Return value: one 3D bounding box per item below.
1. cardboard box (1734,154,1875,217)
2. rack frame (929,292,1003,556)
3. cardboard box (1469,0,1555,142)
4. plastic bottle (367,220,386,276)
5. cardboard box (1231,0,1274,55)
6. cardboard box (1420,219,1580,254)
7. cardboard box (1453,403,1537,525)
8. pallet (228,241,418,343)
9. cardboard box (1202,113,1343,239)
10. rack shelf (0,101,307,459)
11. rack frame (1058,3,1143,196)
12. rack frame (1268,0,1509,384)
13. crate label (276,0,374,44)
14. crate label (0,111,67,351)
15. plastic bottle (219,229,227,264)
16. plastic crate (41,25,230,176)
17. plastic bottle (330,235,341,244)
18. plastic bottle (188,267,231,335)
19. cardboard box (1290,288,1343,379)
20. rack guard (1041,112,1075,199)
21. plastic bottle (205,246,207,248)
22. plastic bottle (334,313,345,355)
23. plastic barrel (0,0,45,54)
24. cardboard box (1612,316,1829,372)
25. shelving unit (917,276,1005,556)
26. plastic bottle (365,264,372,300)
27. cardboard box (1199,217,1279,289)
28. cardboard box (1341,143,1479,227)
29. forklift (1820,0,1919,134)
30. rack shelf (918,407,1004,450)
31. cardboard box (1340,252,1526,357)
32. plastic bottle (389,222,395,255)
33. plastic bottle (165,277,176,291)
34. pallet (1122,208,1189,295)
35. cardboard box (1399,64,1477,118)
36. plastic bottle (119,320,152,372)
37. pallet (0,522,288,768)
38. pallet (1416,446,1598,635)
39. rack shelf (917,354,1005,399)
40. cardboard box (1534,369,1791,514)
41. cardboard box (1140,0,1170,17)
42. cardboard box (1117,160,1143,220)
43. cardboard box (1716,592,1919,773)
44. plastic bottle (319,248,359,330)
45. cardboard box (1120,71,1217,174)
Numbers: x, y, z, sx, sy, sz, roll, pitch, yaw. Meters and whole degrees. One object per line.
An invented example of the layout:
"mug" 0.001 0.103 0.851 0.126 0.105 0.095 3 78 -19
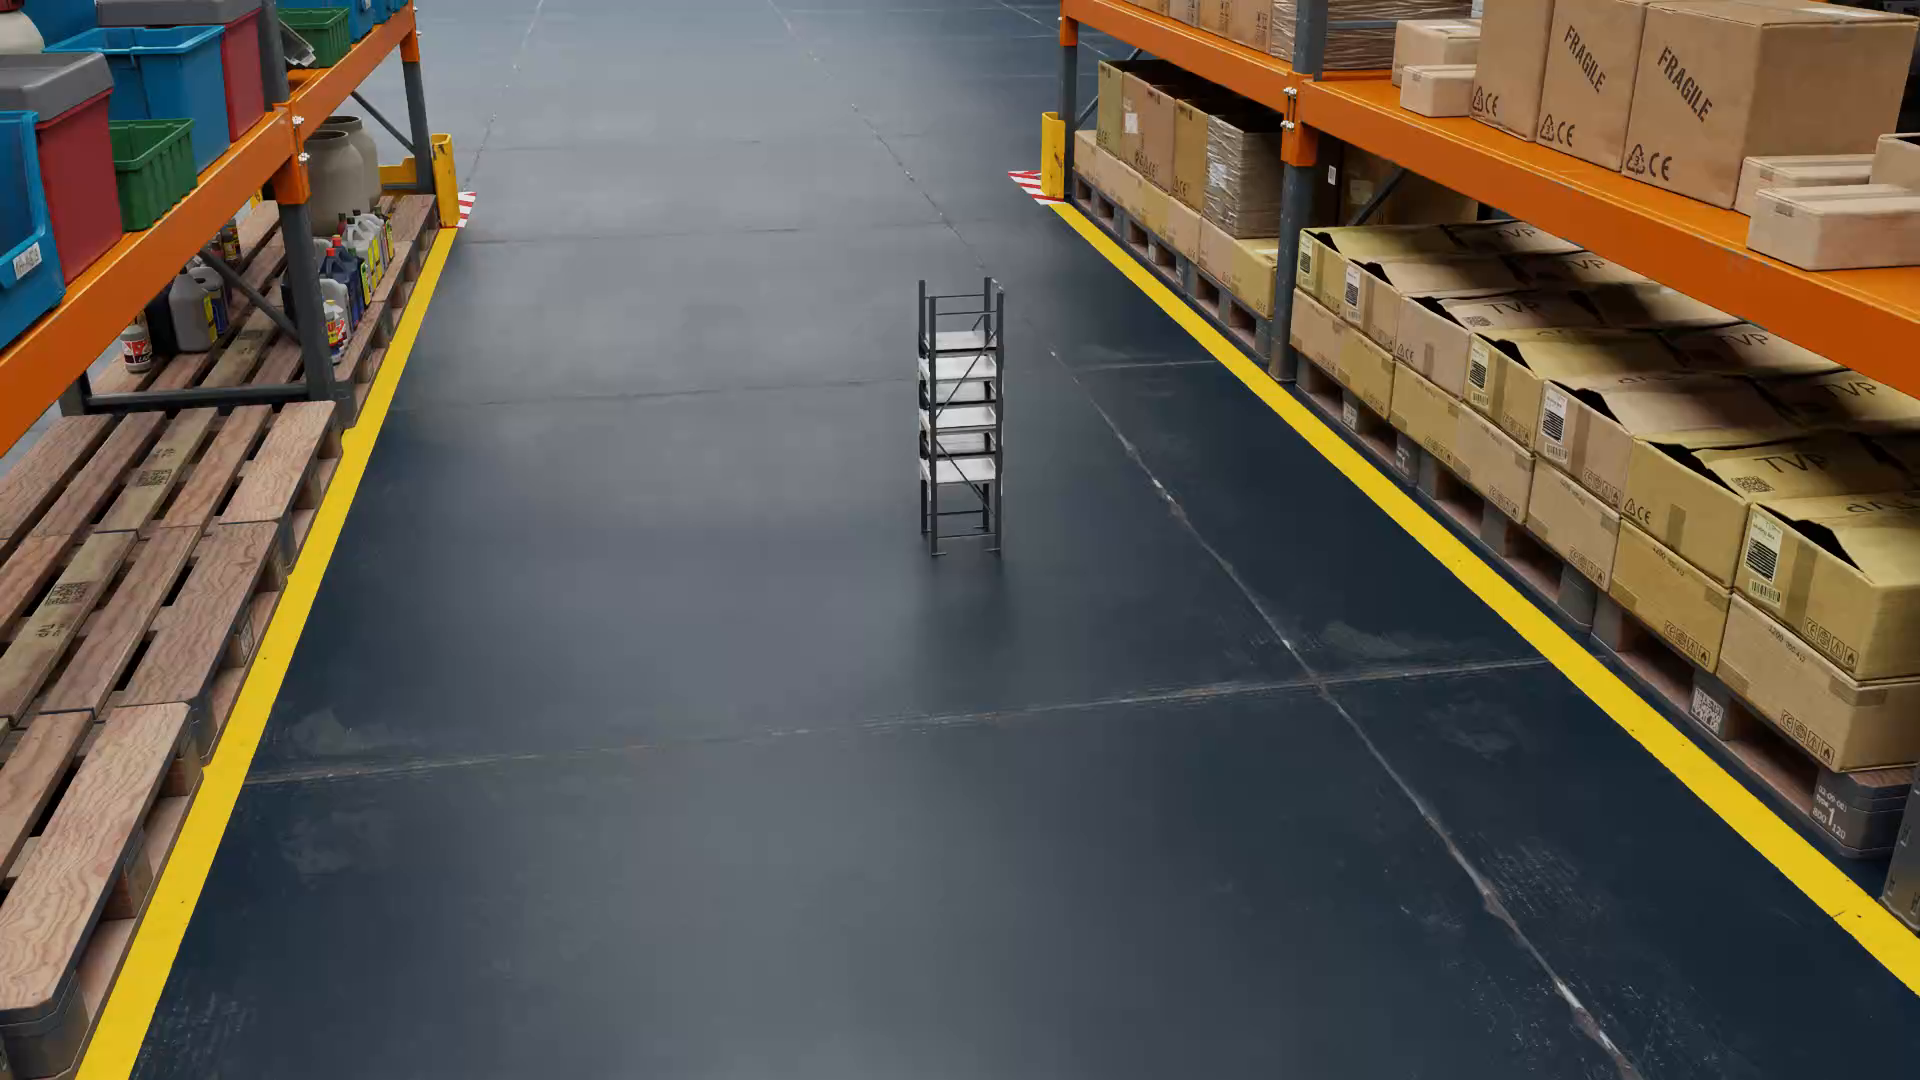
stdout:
"cardboard box" 2.328 -0.932 4.451 0.380 0.149 0.250 -3 24 -6
"rack frame" 0.020 -0.369 5.471 0.240 0.900 0.006 -4 24 -10
"cardboard box" 2.103 -1.659 5.675 0.500 0.500 0.500 -3 24 -6
"plastic bottle" -2.913 -1.439 8.151 0.152 0.276 0.135 -5 24 -11
"cardboard box" 1.687 -2.550 7.716 0.700 0.500 0.500 -5 24 -10
"cardboard box" 2.236 -1.175 6.902 0.500 0.311 0.500 -4 24 -10
"cardboard box" 1.995 -0.274 5.540 0.500 0.250 0.500 -4 24 -9
"pallet" -3.302 -1.228 8.299 1.003 0.211 1.213 -4 24 -10
"cardboard box" 1.498 -1.763 8.013 0.500 0.500 0.500 -4 24 -10
"rack shelf" -2.619 -0.642 4.371 1.077 0.370 4.000 -4 24 -10
"rack frame" 1.140 -3.697 10.466 1.000 3.000 0.127 -4 24 -10
"rack frame" 1.879 -2.123 6.864 1.000 3.000 0.127 -4 24 -10
"crate label" -3.123 -2.644 8.012 0.502 0.435 0.616 -4 24 -10
"crate label" -2.168 -0.612 3.359 0.502 0.435 0.616 -4 24 -10
"plastic bottle" -3.676 -1.462 8.193 0.061 0.283 0.133 -4 24 -9
"plastic crate" -2.480 -1.340 5.090 0.392 0.384 0.575 -4 24 -10
"plastic bottle" -3.032 -1.389 8.128 0.097 0.201 0.097 0 24 0
"plastic bottle" -3.286 -1.040 7.237 0.152 0.276 0.135 -4 24 -10
"cardboard box" 1.710 -0.879 6.925 0.500 0.250 0.500 -5 24 -11
"rack guard" 1.135 -2.561 10.988 1.175 0.500 0.348 -4 24 -10
"plastic bottle" -3.581 -1.293 7.821 0.097 0.271 0.097 0 24 0
"plastic bottle" -2.636 -0.875 6.953 0.097 0.201 0.097 0 24 0
"plastic barrel" -3.028 -1.428 5.102 0.433 0.535 0.433 0 24 0
"cardboard box" 2.518 -0.576 5.531 0.500 0.311 0.500 -5 24 -10
"shelving unit" 0.001 -0.409 5.563 0.258 0.900 0.210 -4 24 -10
"plastic bottle" -2.795 -1.213 7.726 0.097 0.201 0.097 0 24 0
"cardboard box" 1.496 -1.419 8.163 0.500 0.250 0.500 -4 24 -10
"cardboard box" 2.101 -1.605 7.651 0.500 0.500 0.500 -4 24 -10
"forklift" 4.341 -2.066 6.818 1.130 2.935 3.031 -5 24 -10
"rack shelf" 0.001 -0.379 5.576 0.258 0.077 0.200 -4 24 -10
"cardboard box" 1.798 -0.934 6.352 0.500 0.311 0.500 -5 24 -10
"plastic bottle" -2.959 -1.561 8.523 0.097 0.201 0.097 0 24 0
"plastic bottle" -3.427 -1.053 7.174 0.144 0.351 0.185 -6 24 -12
"pallet" 1.544 -1.642 9.246 1.003 0.211 1.213 -4 24 -10
"cardboard box" 1.842 -1.645 6.082 0.380 0.149 0.250 -4 24 -10
"plastic bottle" -3.363 -0.797 6.774 0.097 0.201 0.097 0 24 0
"pallet" -2.577 0.307 4.784 1.003 0.211 1.213 -4 24 -10
"pallet" 2.283 -0.078 5.664 1.003 0.211 1.213 -4 24 -10
"rack shelf" 0.001 -0.544 5.504 0.258 0.077 0.200 -4 24 -10
"cardboard box" 2.087 -0.330 4.968 0.500 0.311 0.500 -4 24 -10
"cardboard box" 1.401 -3.156 9.103 0.700 0.500 0.500 -4 24 -9
"cardboard box" 1.208 -2.009 9.512 0.500 0.250 0.500 -4 24 -10
"cardboard box" 2.282 0.329 4.160 0.500 0.250 0.500 -4 24 -8
"plastic bottle" -2.731 -1.094 7.267 0.144 0.351 0.185 -4 24 -8
"cardboard box" 1.220 -2.353 9.364 0.500 0.500 0.500 -4 24 -10
